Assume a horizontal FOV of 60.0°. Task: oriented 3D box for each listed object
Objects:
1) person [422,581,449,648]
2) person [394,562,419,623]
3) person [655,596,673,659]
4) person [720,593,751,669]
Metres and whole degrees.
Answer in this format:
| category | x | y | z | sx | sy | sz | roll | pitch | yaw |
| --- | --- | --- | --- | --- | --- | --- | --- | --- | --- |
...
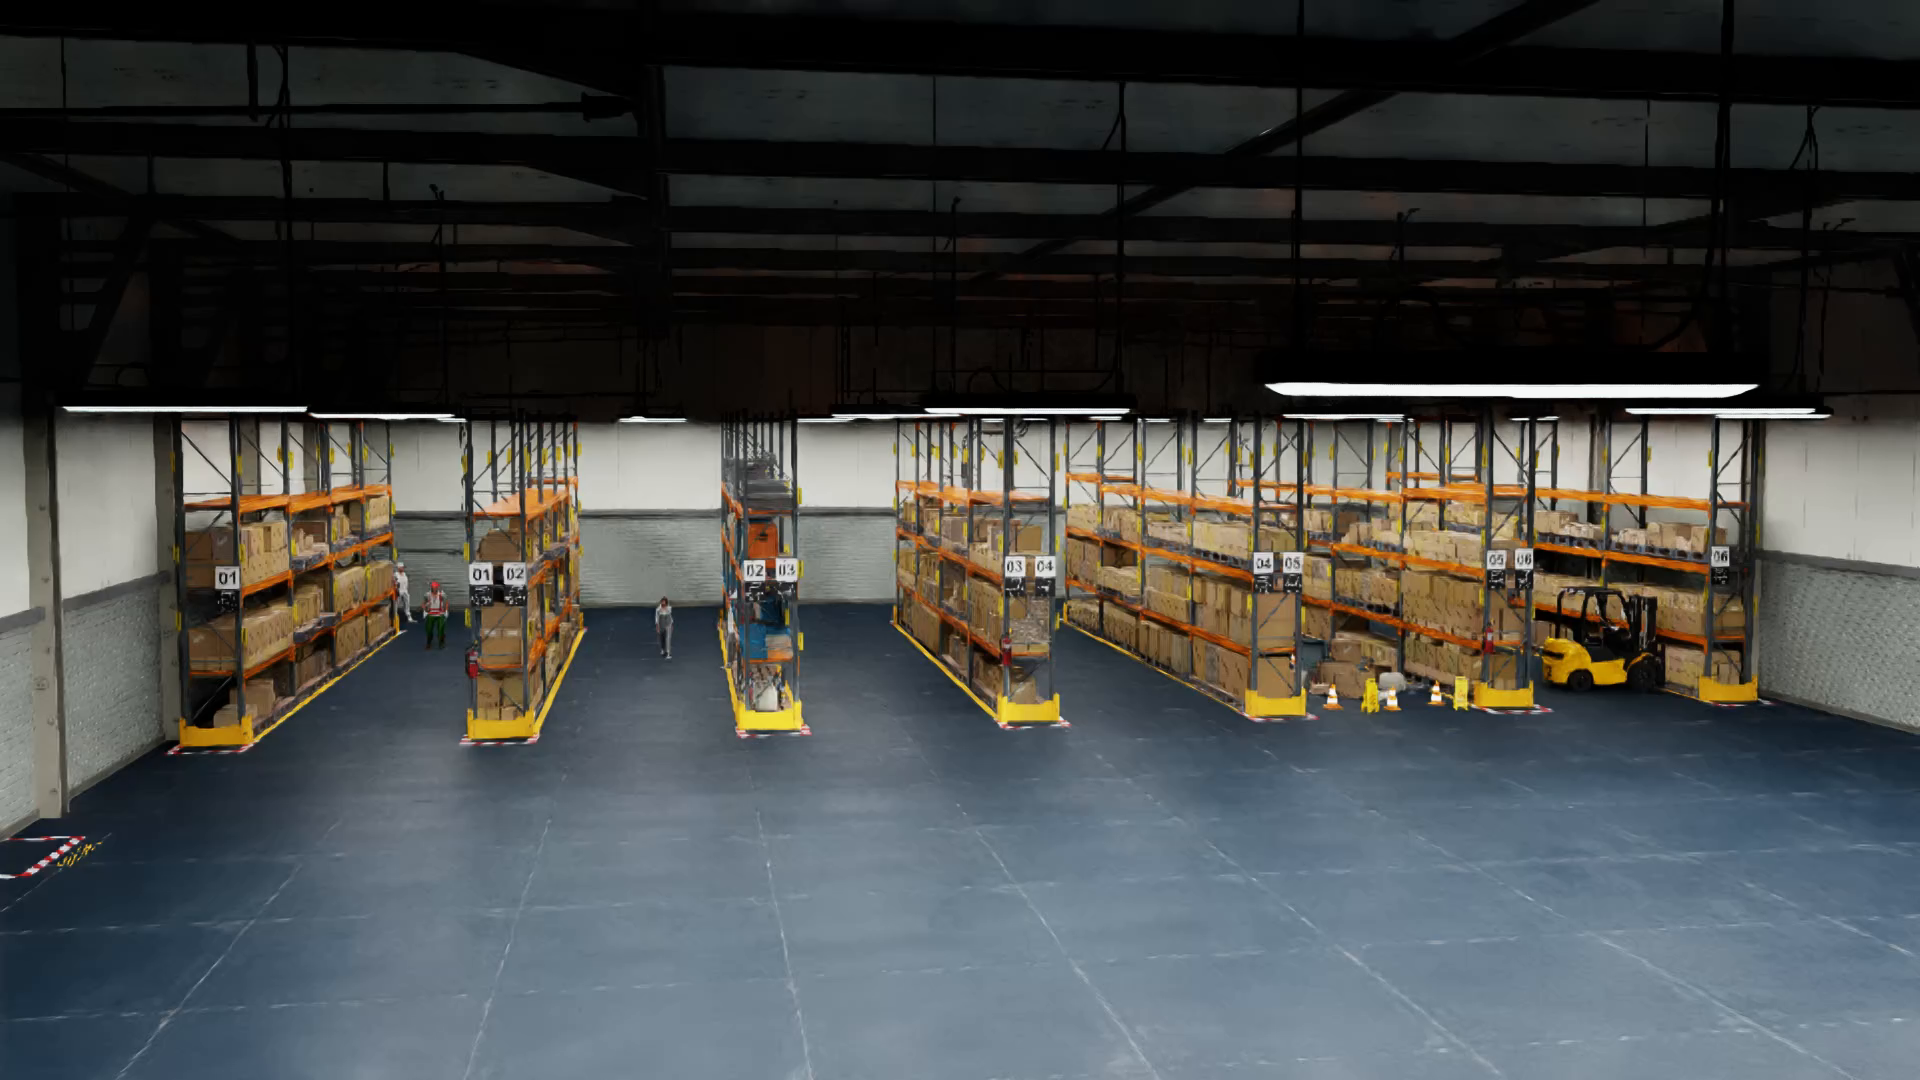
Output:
| category | x | y | z | sx | sy | sz | roll | pitch | yaw |
| --- | --- | --- | --- | --- | --- | --- | --- | --- | --- |
| person | -13.365 | 1.907 | 42.376 | 0.677 | 1.742 | 0.552 | -1 | 4 | -11 |
| person | -15.945 | 1.505 | 47.522 | 0.566 | 1.781 | 0.718 | 2 | 5 | 29 |
| person | -7.227 | 2.120 | 40.591 | 0.417 | 1.517 | 1.037 | -1 | 4 | -7 |
| person | -5.102 | 2.100 | 38.198 | 0.701 | 1.766 | 0.566 | 3 | 5 | 34 |
